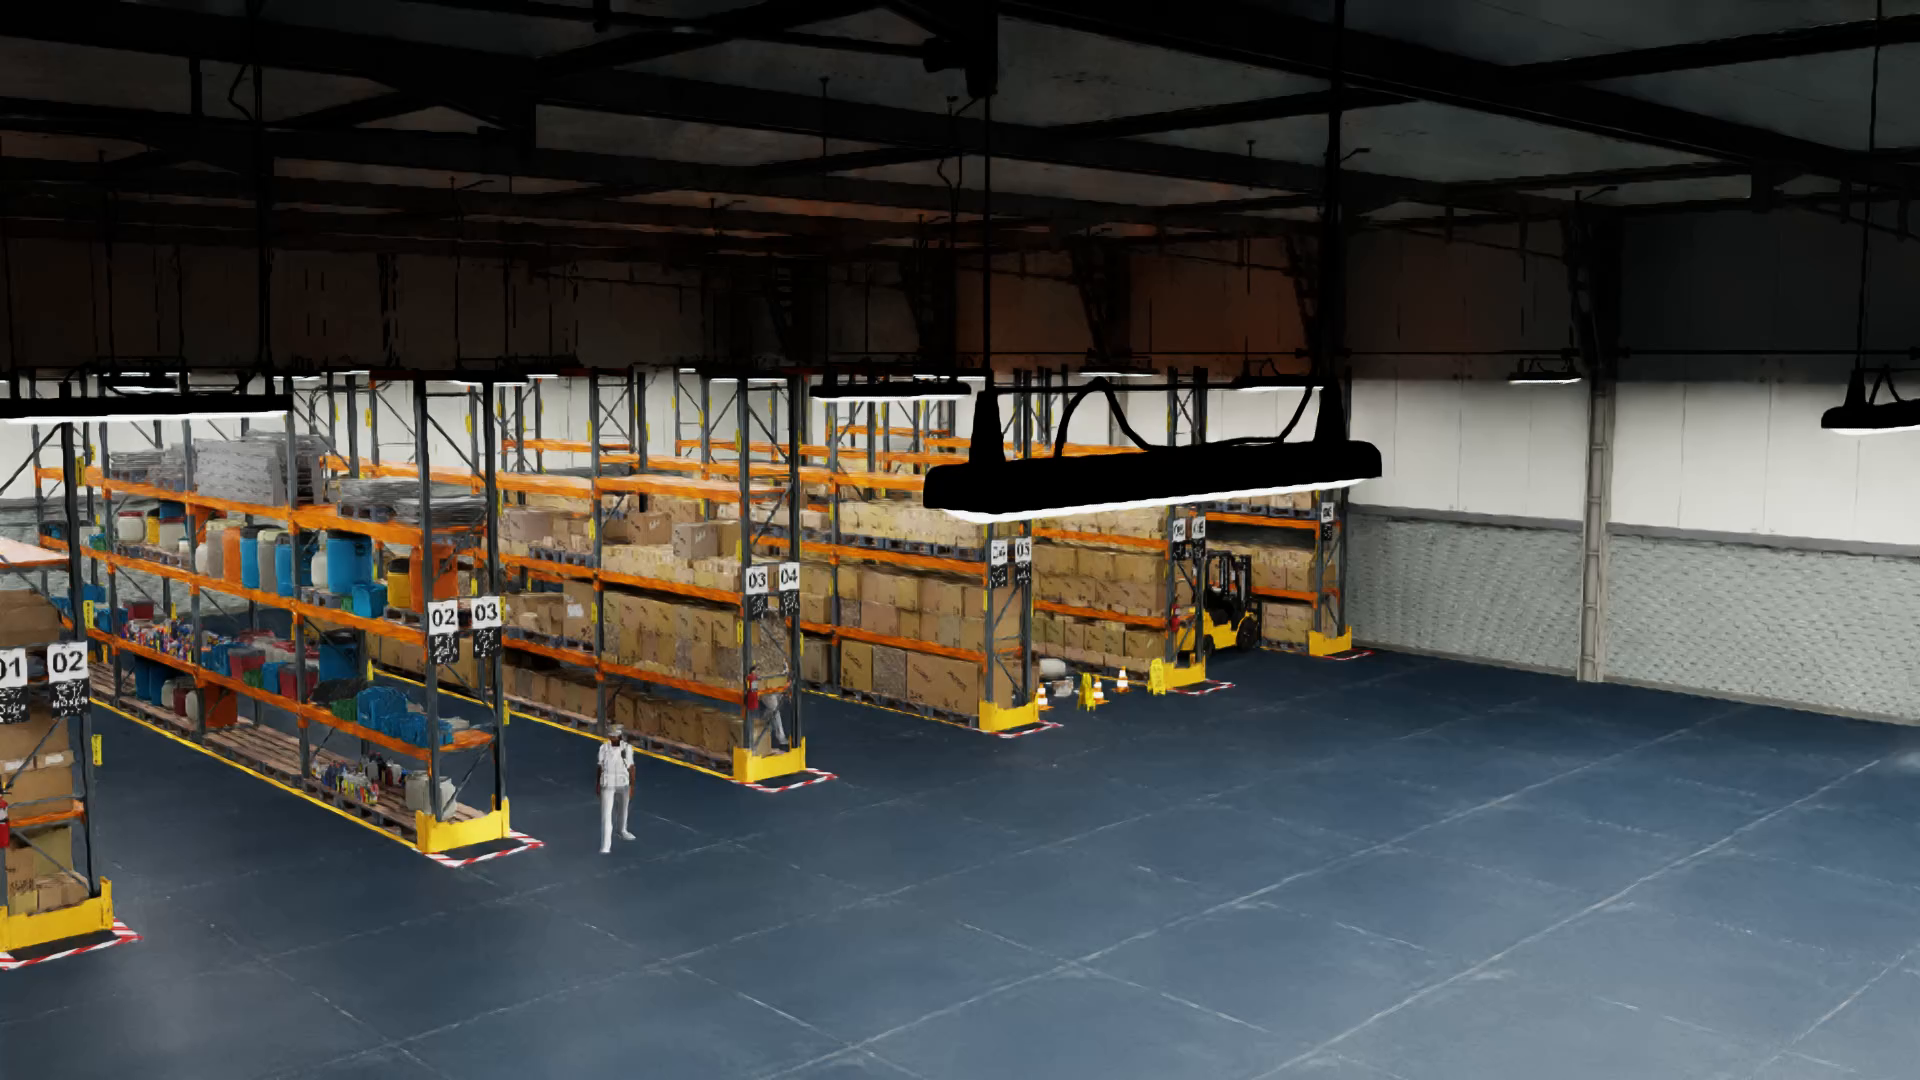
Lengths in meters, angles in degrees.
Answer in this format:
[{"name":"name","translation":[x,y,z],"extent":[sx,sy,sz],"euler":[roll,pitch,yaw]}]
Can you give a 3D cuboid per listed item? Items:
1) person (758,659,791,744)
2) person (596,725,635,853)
[{"name":"person","translation":[-3.002,2.476,27.084],"extent":[0.991,1.606,0.493],"euler":[6,9,44]},{"name":"person","translation":[-4.398,3.128,21.217],"extent":[0.499,1.622,0.914],"euler":[-2,7,-15]}]
